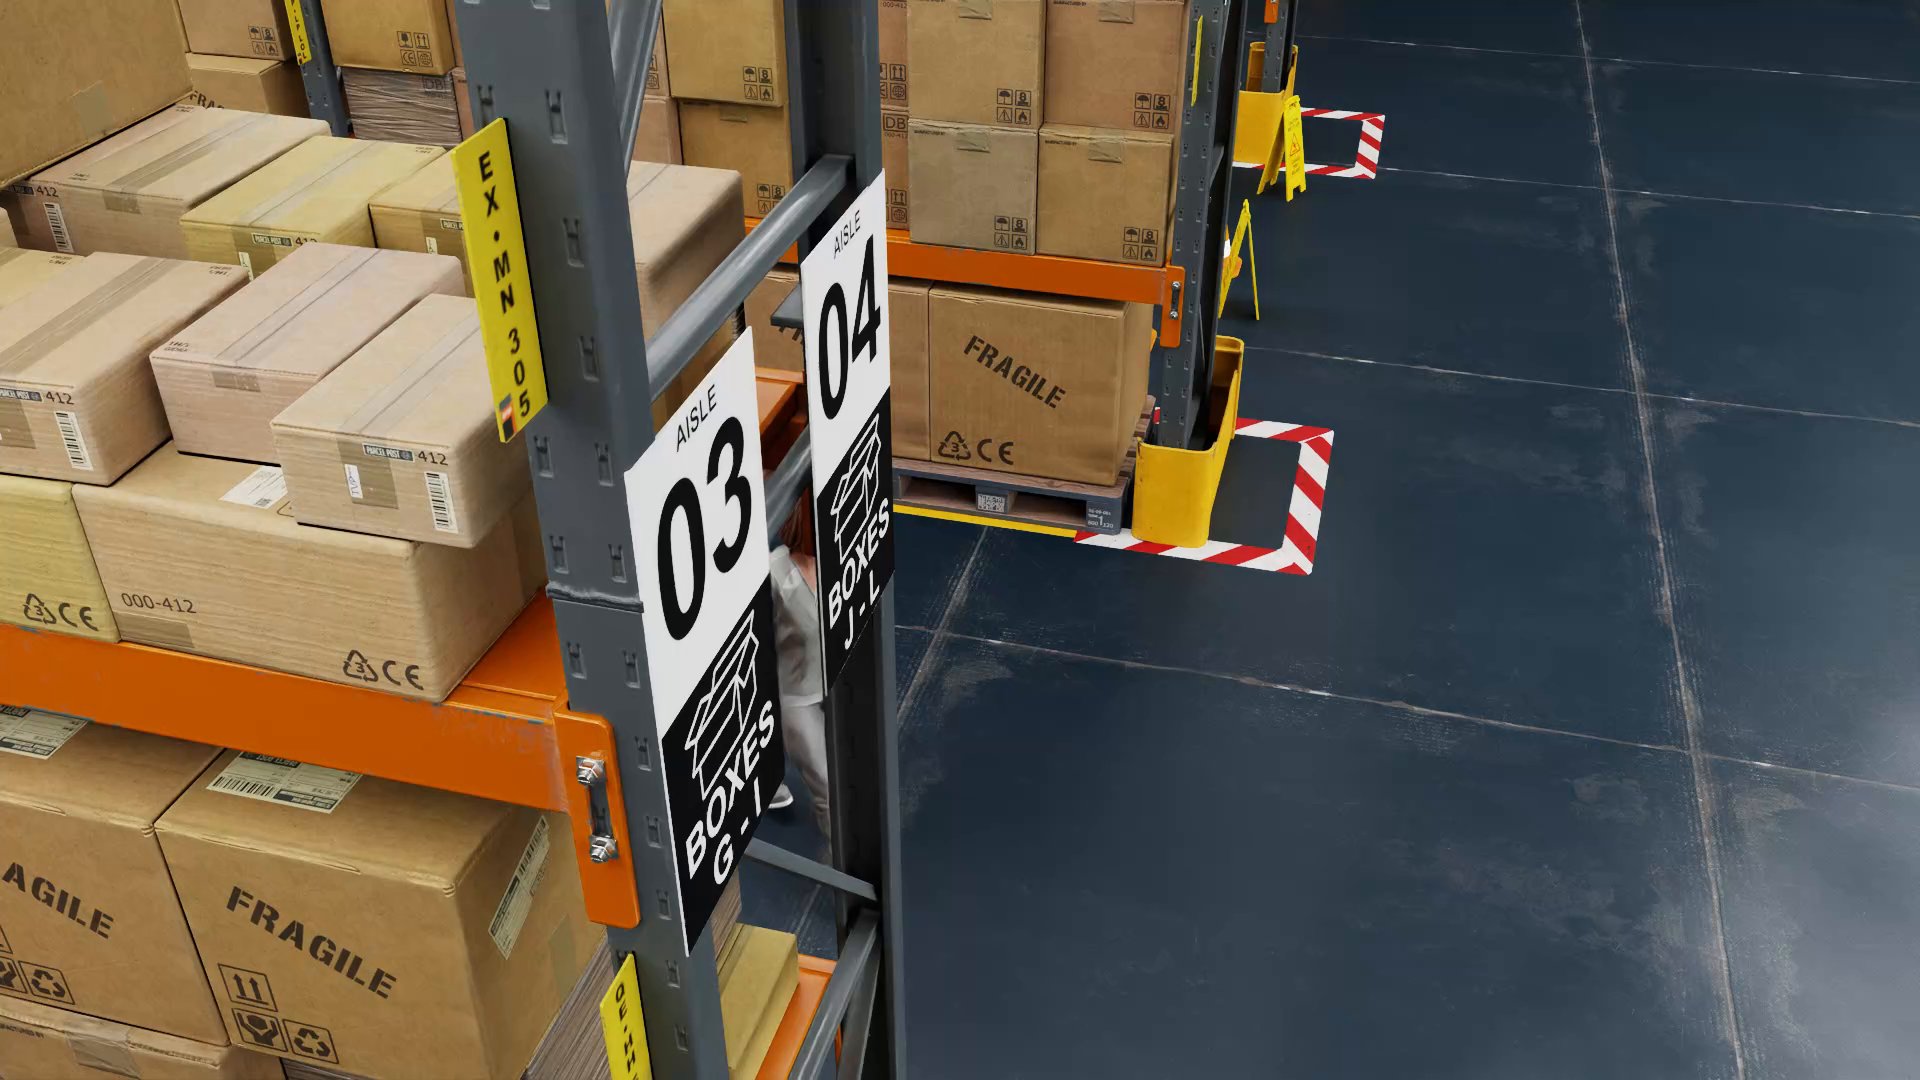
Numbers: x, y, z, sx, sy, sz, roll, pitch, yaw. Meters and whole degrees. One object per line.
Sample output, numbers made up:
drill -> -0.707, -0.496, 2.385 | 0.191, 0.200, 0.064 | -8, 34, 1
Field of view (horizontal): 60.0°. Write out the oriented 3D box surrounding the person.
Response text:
person -> -0.479, 0.453, 5.463 | 0.443, 1.533, 0.983 | -26, 41, -34
